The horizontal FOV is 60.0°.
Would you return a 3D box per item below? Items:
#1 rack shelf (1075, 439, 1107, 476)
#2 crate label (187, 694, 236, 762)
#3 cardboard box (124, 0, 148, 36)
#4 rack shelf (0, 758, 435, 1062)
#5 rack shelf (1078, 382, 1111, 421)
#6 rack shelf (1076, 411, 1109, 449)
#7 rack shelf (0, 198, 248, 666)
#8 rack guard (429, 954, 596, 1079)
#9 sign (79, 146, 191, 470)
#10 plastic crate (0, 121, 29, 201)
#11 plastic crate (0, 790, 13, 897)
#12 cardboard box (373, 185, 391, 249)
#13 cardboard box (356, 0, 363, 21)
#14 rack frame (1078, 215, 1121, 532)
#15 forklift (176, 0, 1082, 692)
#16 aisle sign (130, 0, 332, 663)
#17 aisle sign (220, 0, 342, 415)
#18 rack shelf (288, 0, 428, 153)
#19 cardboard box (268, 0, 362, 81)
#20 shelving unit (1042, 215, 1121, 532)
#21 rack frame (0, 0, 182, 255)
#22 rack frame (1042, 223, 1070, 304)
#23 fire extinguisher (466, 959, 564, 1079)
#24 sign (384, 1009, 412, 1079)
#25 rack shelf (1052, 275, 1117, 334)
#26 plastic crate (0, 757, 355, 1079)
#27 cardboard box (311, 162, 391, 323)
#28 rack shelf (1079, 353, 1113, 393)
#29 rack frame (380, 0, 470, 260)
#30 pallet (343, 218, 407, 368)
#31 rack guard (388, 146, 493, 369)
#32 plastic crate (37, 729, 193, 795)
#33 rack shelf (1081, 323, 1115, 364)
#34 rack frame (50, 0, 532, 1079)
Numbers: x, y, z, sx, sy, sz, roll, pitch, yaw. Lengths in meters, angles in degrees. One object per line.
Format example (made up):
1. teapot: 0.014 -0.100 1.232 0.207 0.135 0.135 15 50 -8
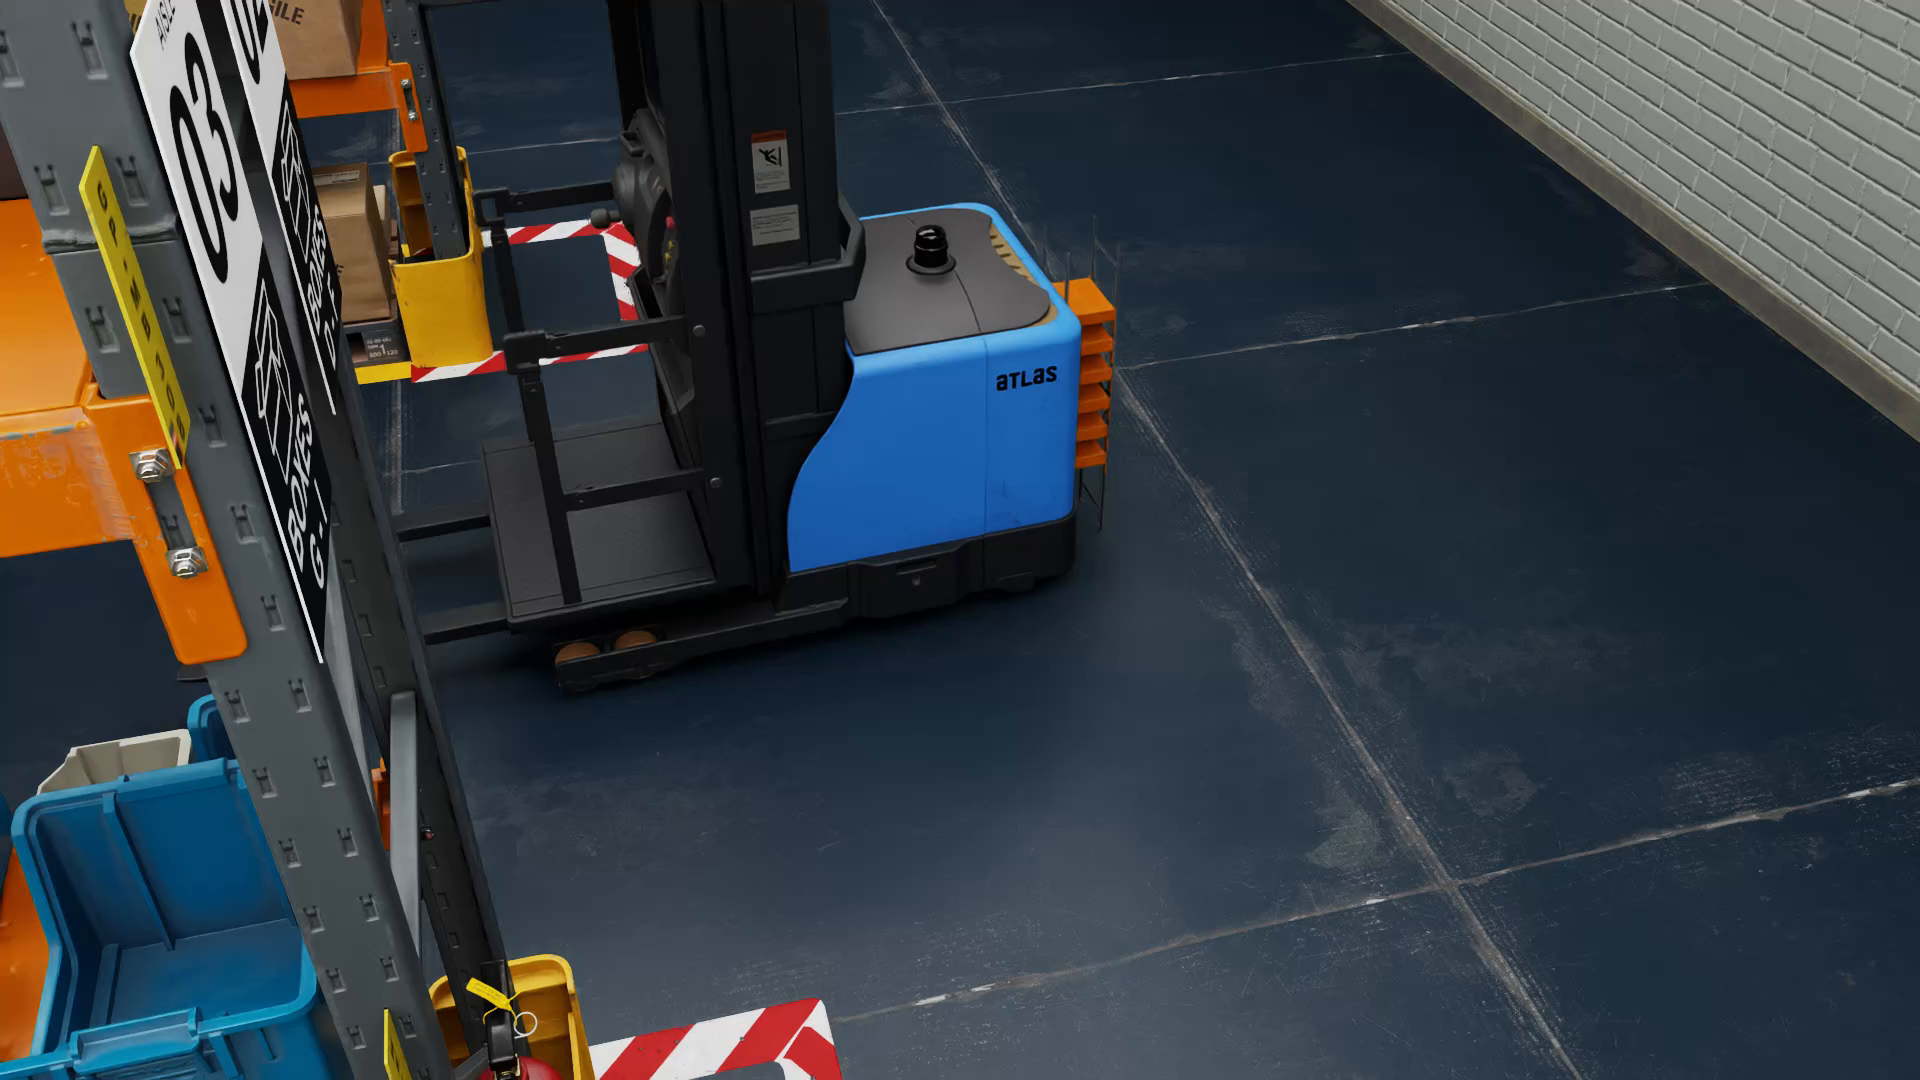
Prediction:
1. rack shelf: 0.413 -0.333 6.166 0.180 0.103 0.258 -11 39 -14
2. crate label: -1.323 0.487 3.233 0.303 0.233 0.416 -9 38 -12
3. cardboard box: -3.148 -2.033 6.356 0.500 0.500 0.500 -9 38 -12
4. rack shelf: -2.930 1.201 2.804 4.000 0.370 1.077 -9 38 -12
5. rack shelf: 0.413 -0.523 6.020 0.180 0.103 0.258 -11 39 -14
6. rack shelf: 0.413 -0.428 6.093 0.180 0.103 0.258 -11 39 -14
7. rack shelf: -2.930 0.009 1.892 4.000 0.370 1.077 -9 38 -12
8. rack guard: -0.979 1.580 3.774 0.348 0.500 1.175 -9 38 -12
9. sign: -0.840 -0.232 1.701 0.005 0.325 0.100 -9 38 -12
10. plastic crate: -1.443 -0.644 2.262 0.590 0.269 0.497 -9 38 -12
11. plastic crate: -1.959 0.591 3.097 0.300 0.233 0.416 -9 38 -12
12. cardboard box: -2.780 -1.486 7.708 0.250 0.149 0.380 -9 38 -12
13. cardboard box: -2.784 -2.432 6.878 0.500 0.500 0.500 -9 38 -11
14. rack frame: 0.500 -0.576 6.015 0.006 1.200 0.240 -11 39 -14
15. forklift: -1.160 -1.016 5.166 3.031 2.935 1.130 -11 39 -14
16. aisle sign: -0.853 -0.274 2.000 0.004 0.787 0.394 -9 38 -12
17. aisle sign: -1.007 -0.620 2.452 0.004 0.787 0.394 -9 38 -12
18. rack shelf: -4.217 -1.705 6.603 4.000 0.370 1.077 -9 38 -12
19. cardboard box: -2.648 -2.117 6.466 0.500 0.500 0.500 -8 38 -11
20. shelving unit: 0.413 -0.559 5.993 0.189 1.200 0.258 -11 39 -14
21. rack frame: -0.999 -1.785 1.177 0.127 3.000 1.000 -9 38 -12
22. rack frame: 0.326 -0.541 5.970 0.006 1.200 0.240 -11 39 -14
23. fire extinguisher: -0.735 1.020 2.819 0.183 0.674 0.296 -9 38 -12
24. sign: -0.840 0.853 2.531 0.005 0.325 0.100 -9 38 -12
25. rack shelf: 0.413 -0.809 5.801 0.180 0.103 0.258 -11 39 -14
26. plastic crate: -1.273 0.723 2.758 0.499 0.435 0.616 -9 38 -12
27. cardboard box: -2.747 -1.259 7.123 0.500 0.500 0.500 -9 38 -12
28. rack shelf: 0.413 -0.619 5.947 0.180 0.103 0.258 -11 39 -14
29. rack frame: -2.287 -2.308 6.798 0.127 3.000 1.000 -9 38 -12
30. pallet: -3.129 -1.061 7.464 1.213 0.211 1.003 -9 38 -12
31. rack guard: -2.360 -1.303 7.542 0.348 0.500 1.175 -9 38 -12
32. plastic crate: -1.654 0.527 3.260 0.298 0.136 0.250 -9 38 -12
33. rack shelf: 0.413 -0.714 5.874 0.180 0.103 0.258 -11 39 -14
34. rack frame: -0.999 0.598 2.999 0.127 3.000 1.000 -9 38 -12
